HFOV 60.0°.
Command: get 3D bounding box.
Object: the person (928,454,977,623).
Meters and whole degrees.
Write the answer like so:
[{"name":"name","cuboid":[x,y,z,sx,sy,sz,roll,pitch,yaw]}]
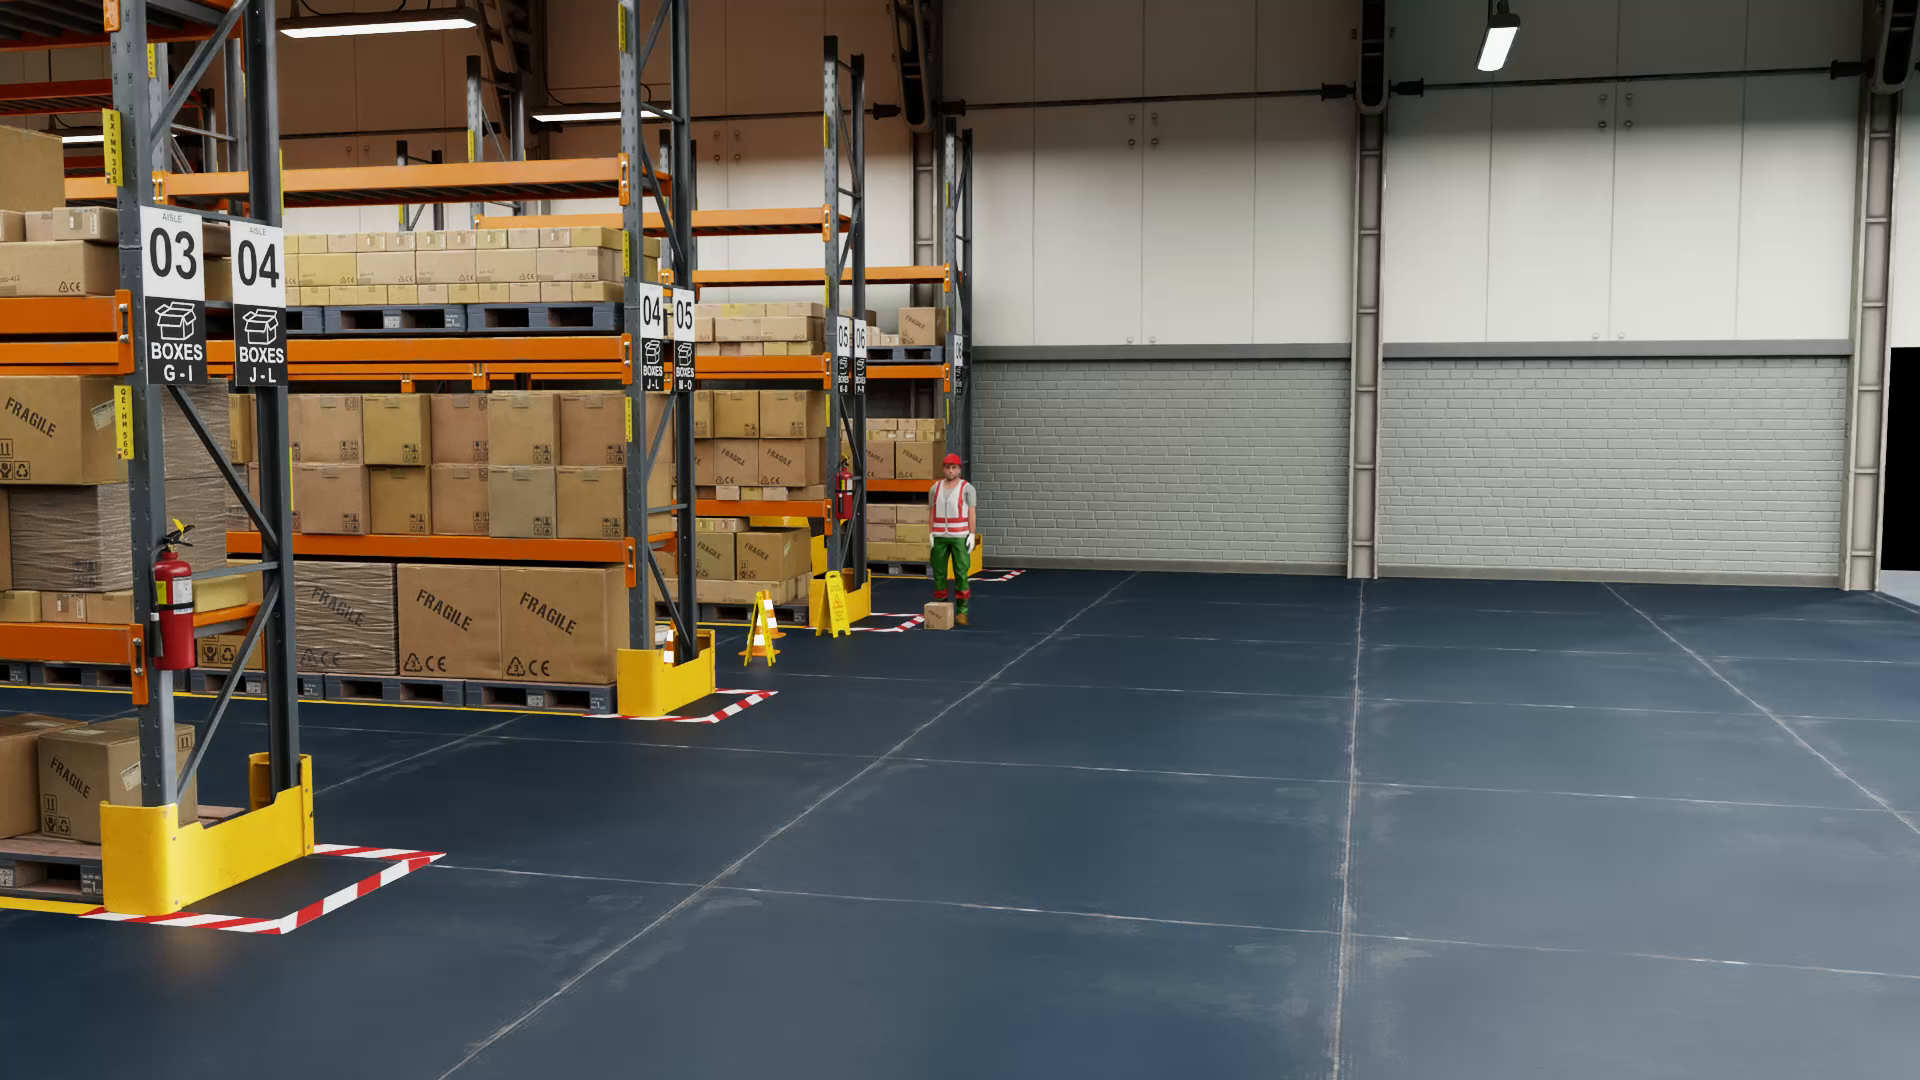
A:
[{"name":"person","cuboid":[-0.092,-0.019,17.555,0.523,1.787,0.344,1,5,15]}]
